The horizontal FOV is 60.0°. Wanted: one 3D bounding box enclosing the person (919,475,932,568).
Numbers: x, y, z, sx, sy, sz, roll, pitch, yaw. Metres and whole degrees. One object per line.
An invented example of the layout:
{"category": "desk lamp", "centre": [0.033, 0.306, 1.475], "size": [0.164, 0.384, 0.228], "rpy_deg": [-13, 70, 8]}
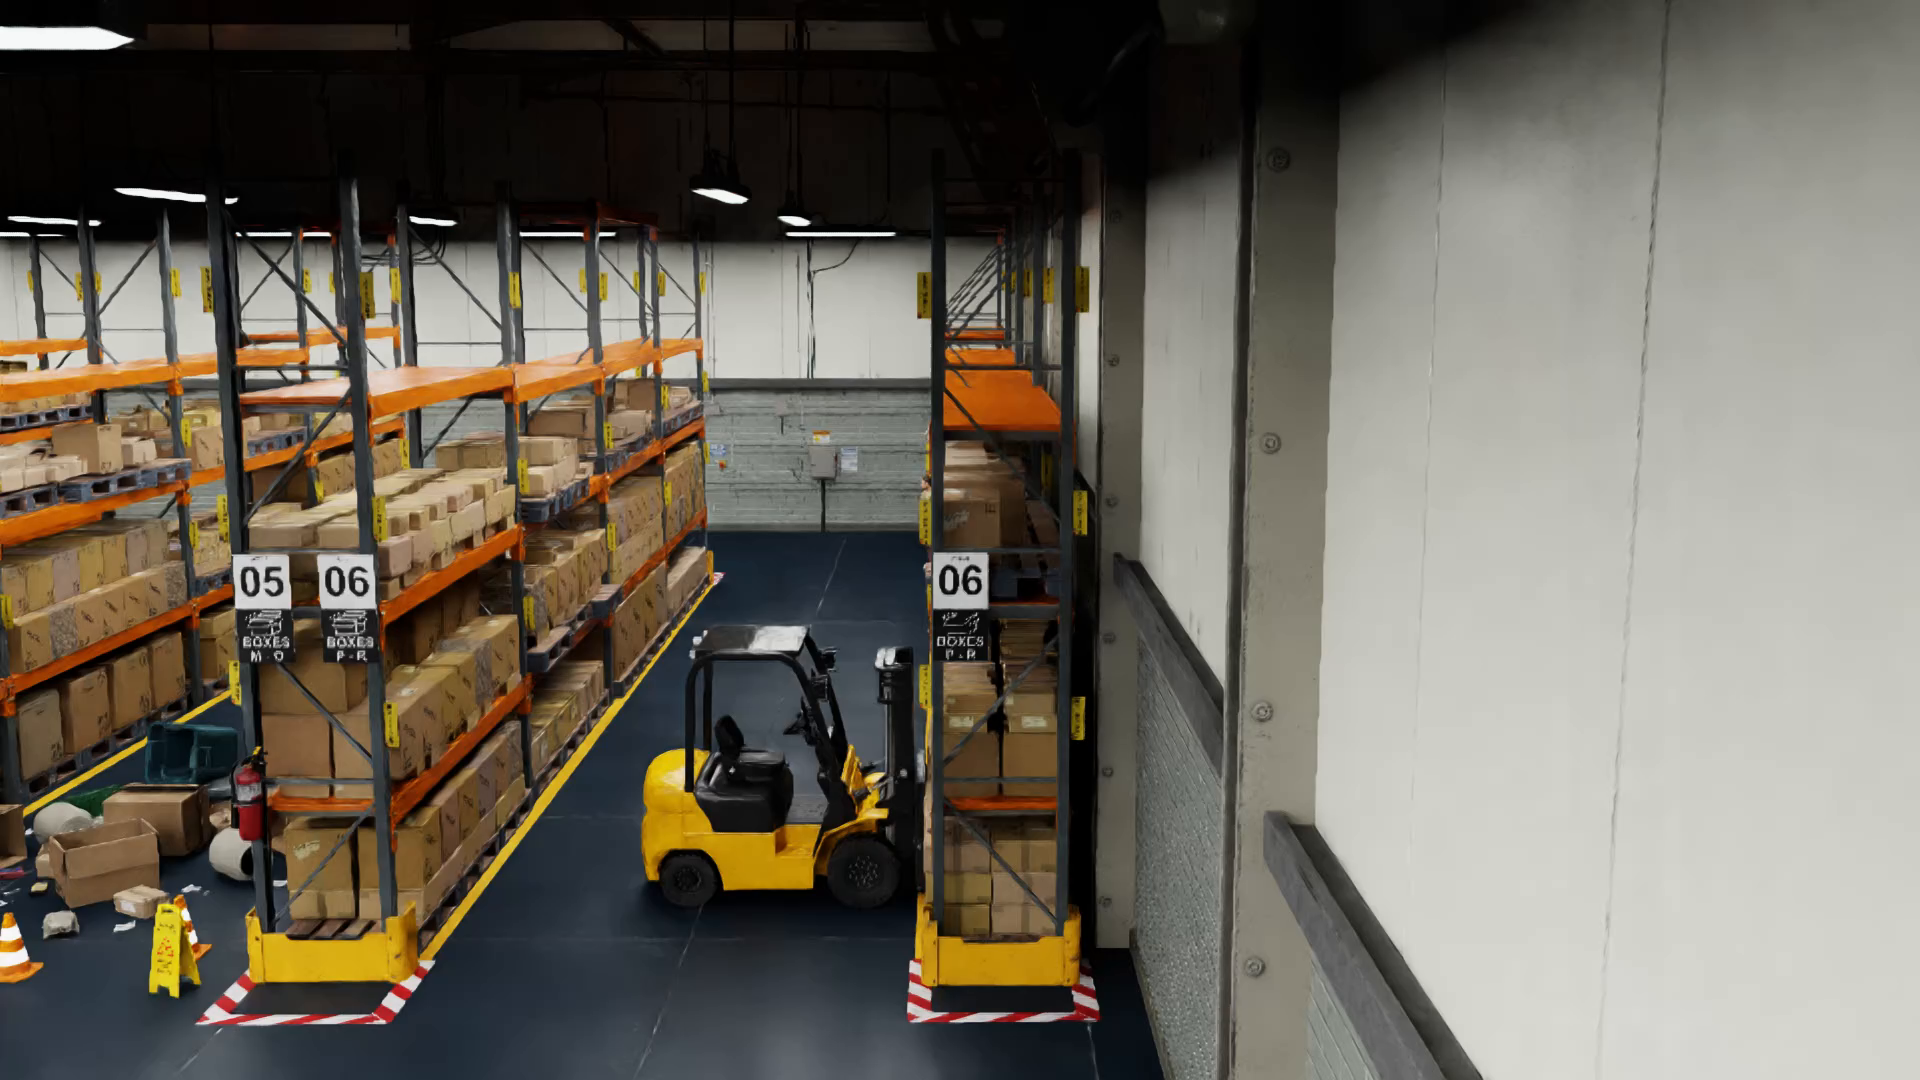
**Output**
{"category": "person", "centre": [-0.496, -0.317, 29.125], "size": [0.375, 1.666, 0.571], "rpy_deg": [-6, 11, -32]}
